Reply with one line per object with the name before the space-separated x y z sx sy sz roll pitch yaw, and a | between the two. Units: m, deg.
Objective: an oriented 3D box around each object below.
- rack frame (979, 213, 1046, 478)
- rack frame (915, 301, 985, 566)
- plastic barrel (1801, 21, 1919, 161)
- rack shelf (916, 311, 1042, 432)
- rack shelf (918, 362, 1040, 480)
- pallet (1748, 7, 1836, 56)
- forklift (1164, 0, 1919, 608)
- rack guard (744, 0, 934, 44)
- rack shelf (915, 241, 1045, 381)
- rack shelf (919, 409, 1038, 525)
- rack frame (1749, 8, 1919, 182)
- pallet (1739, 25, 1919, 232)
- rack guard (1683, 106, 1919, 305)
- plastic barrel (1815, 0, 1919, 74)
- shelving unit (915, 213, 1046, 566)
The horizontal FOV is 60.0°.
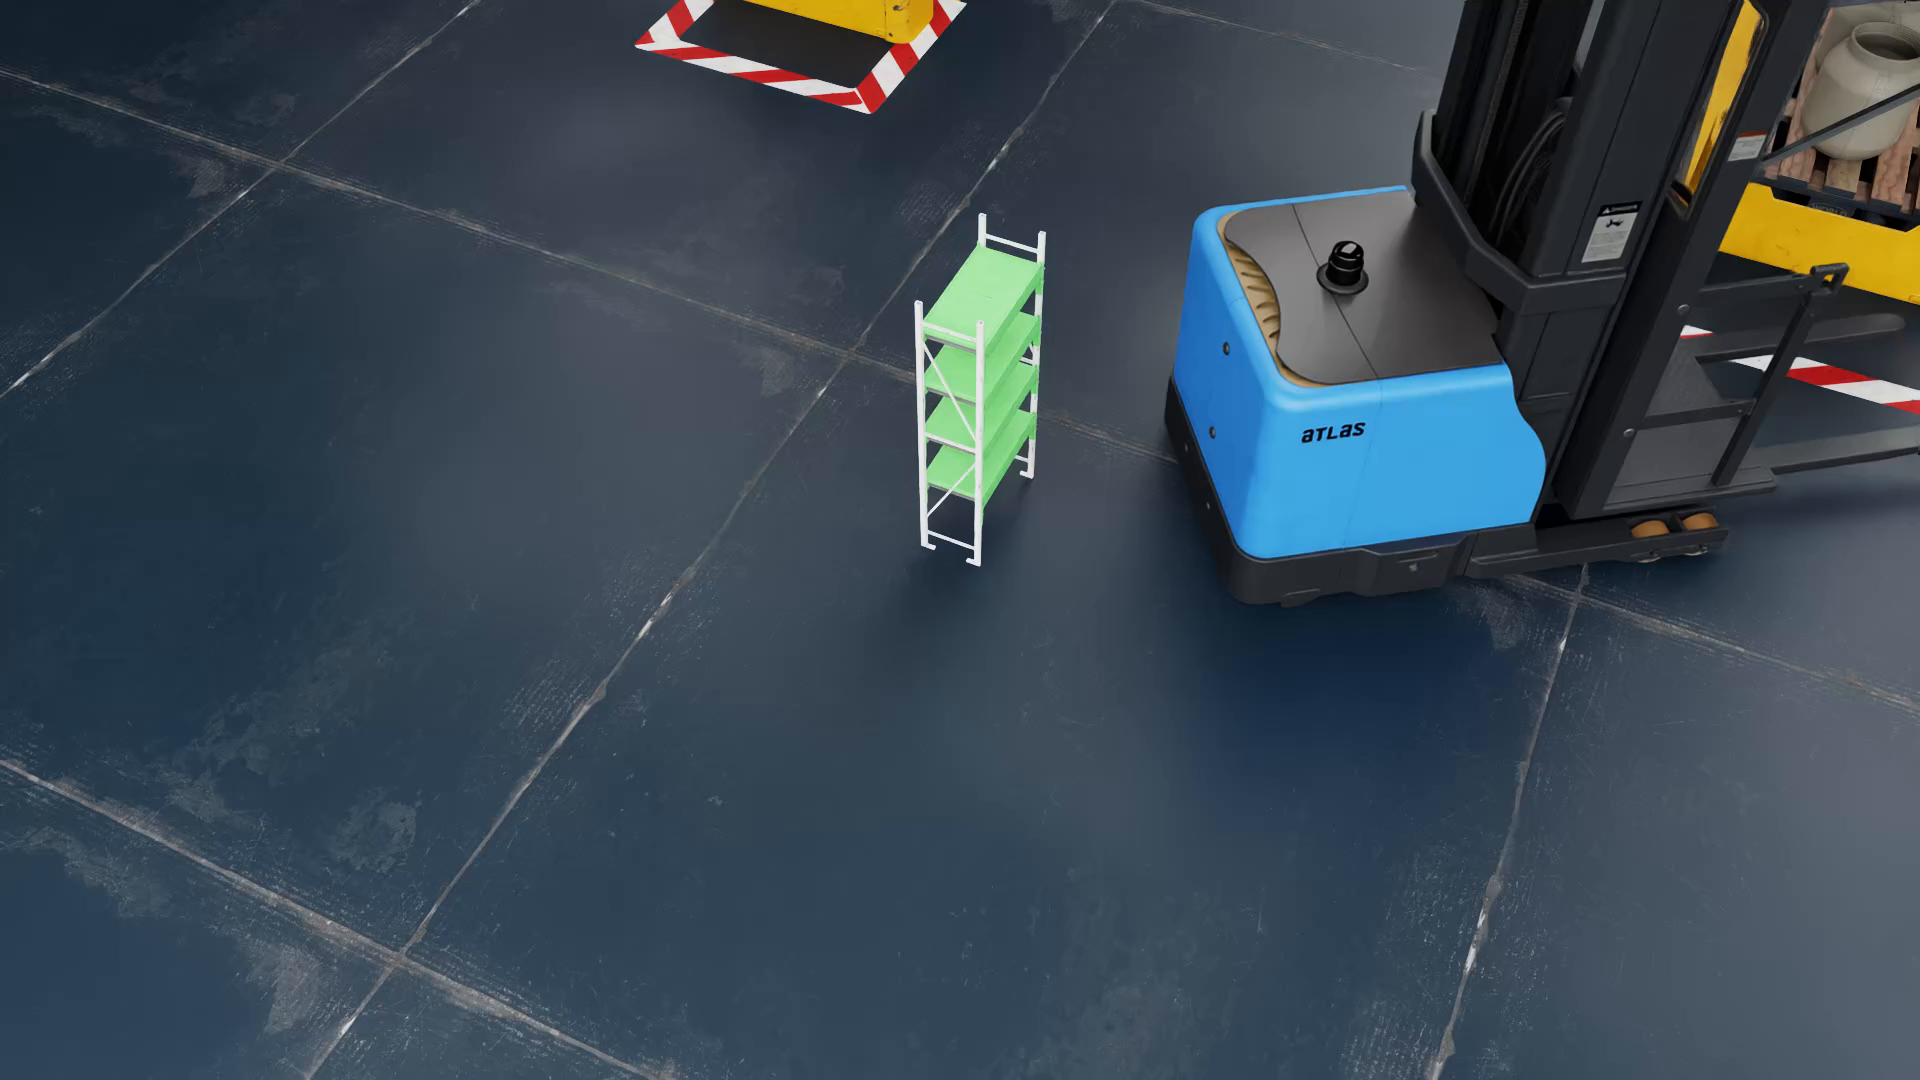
rack frame | 0.175 -0.671 6.033 0.240 1.200 0.015 20 52 16
rack frame | -0.034 -0.335 5.747 0.240 1.200 0.015 20 52 16
plastic barrel | 3.983 -1.972 7.316 0.421 0.512 0.421 0 50 0
rack shelf | 0.071 -0.617 5.756 0.258 0.148 0.480 20 52 16
rack shelf | 0.071 -0.461 5.939 0.258 0.148 0.480 20 52 16
pallet | 4.635 -2.723 8.428 1.003 0.211 1.213 20 52 16
forklift | 2.372 -1.257 5.395 3.031 2.935 1.130 -8 50 -7
rack guard | -0.716 -2.952 8.433 1.175 0.500 0.348 20 52 16
rack shelf | 0.071 -0.772 5.573 0.258 0.148 0.480 20 52 16
rack shelf | 0.071 -0.306 6.121 0.258 0.148 0.480 20 52 16
rack frame | 3.771 -2.164 6.122 1.000 3.000 0.127 20 52 16
pallet | 4.113 -1.886 7.716 1.003 0.211 1.213 20 52 16
rack guard | 3.761 -1.422 7.131 1.175 0.500 0.348 20 52 16
plastic barrel | 4.197 -2.317 7.610 0.421 0.512 0.421 0 50 0
shelving unit | 0.071 -0.503 5.890 0.258 1.200 0.503 20 52 16
